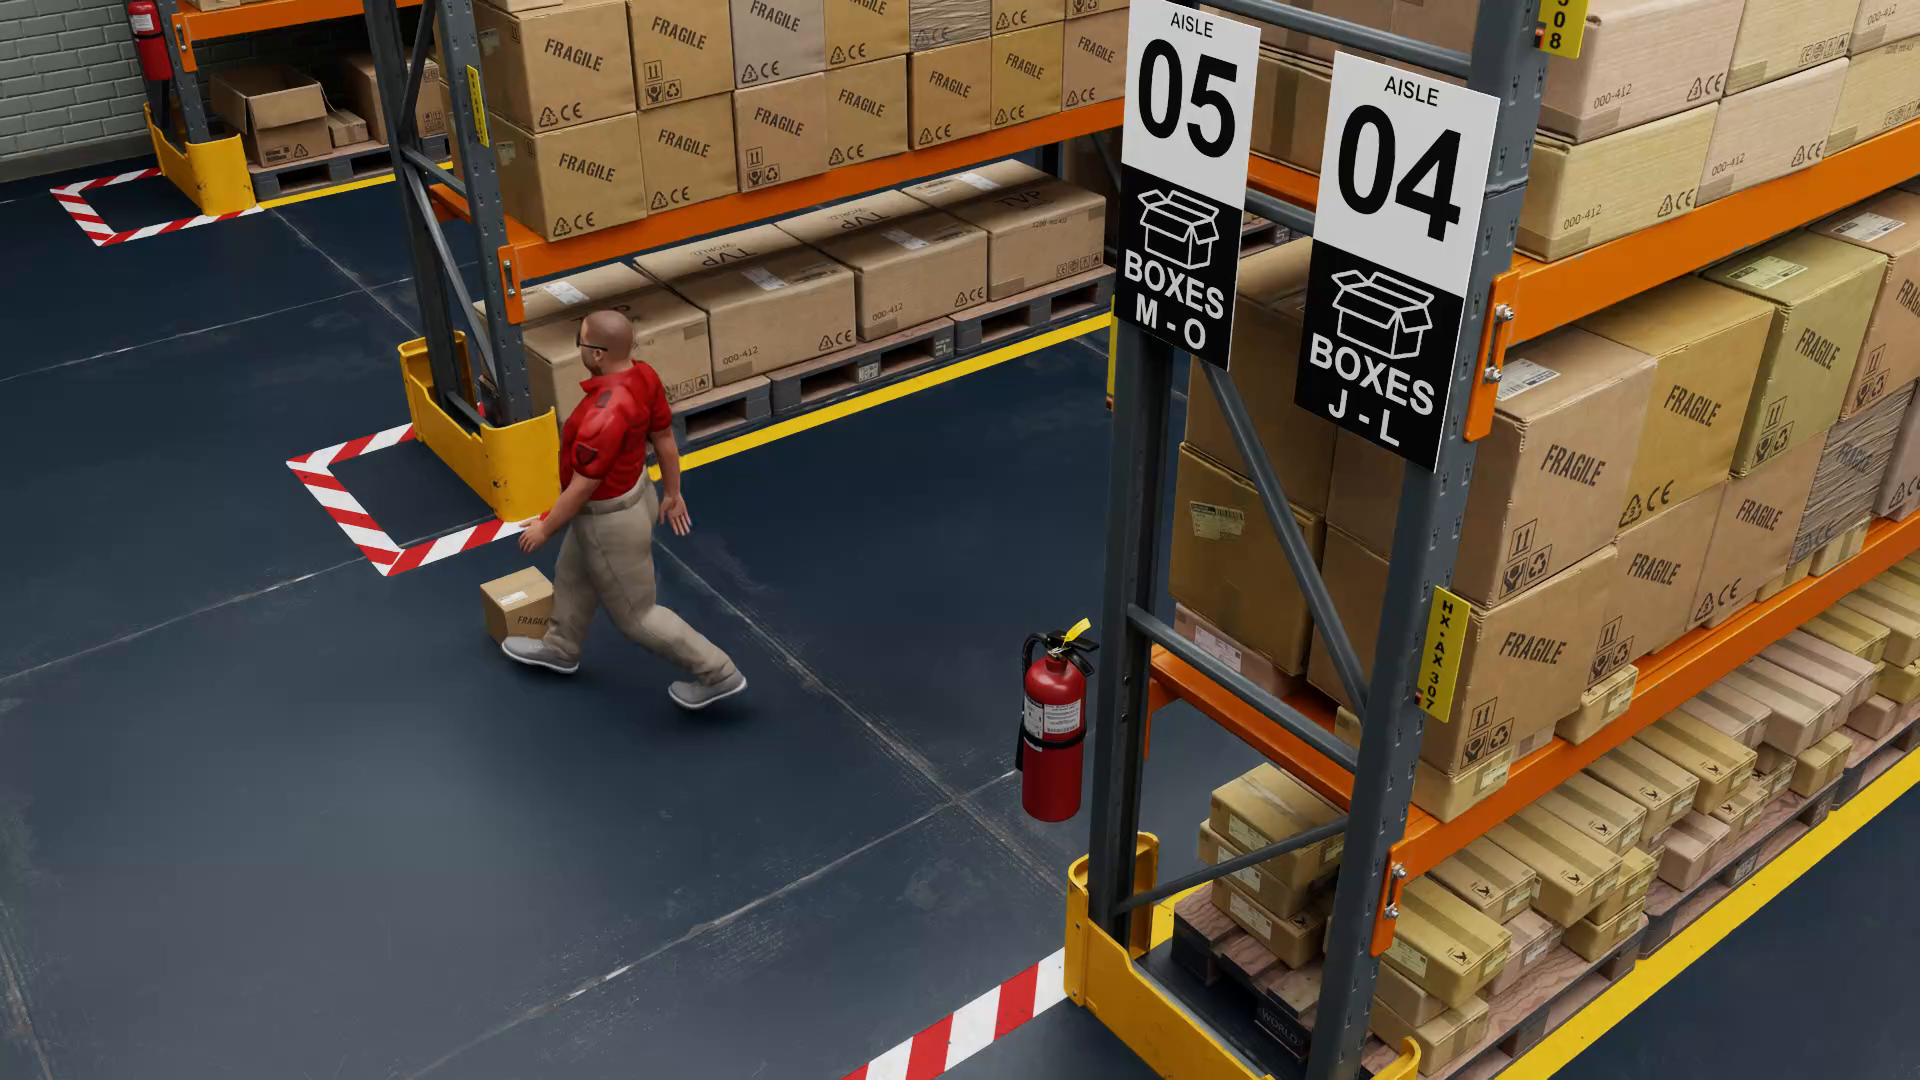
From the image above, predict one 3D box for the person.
[{"bbox_3d":[-1.378,-0.099,6.336,1.056,1.666,0.542,2,32,3],"label":"person"}]
